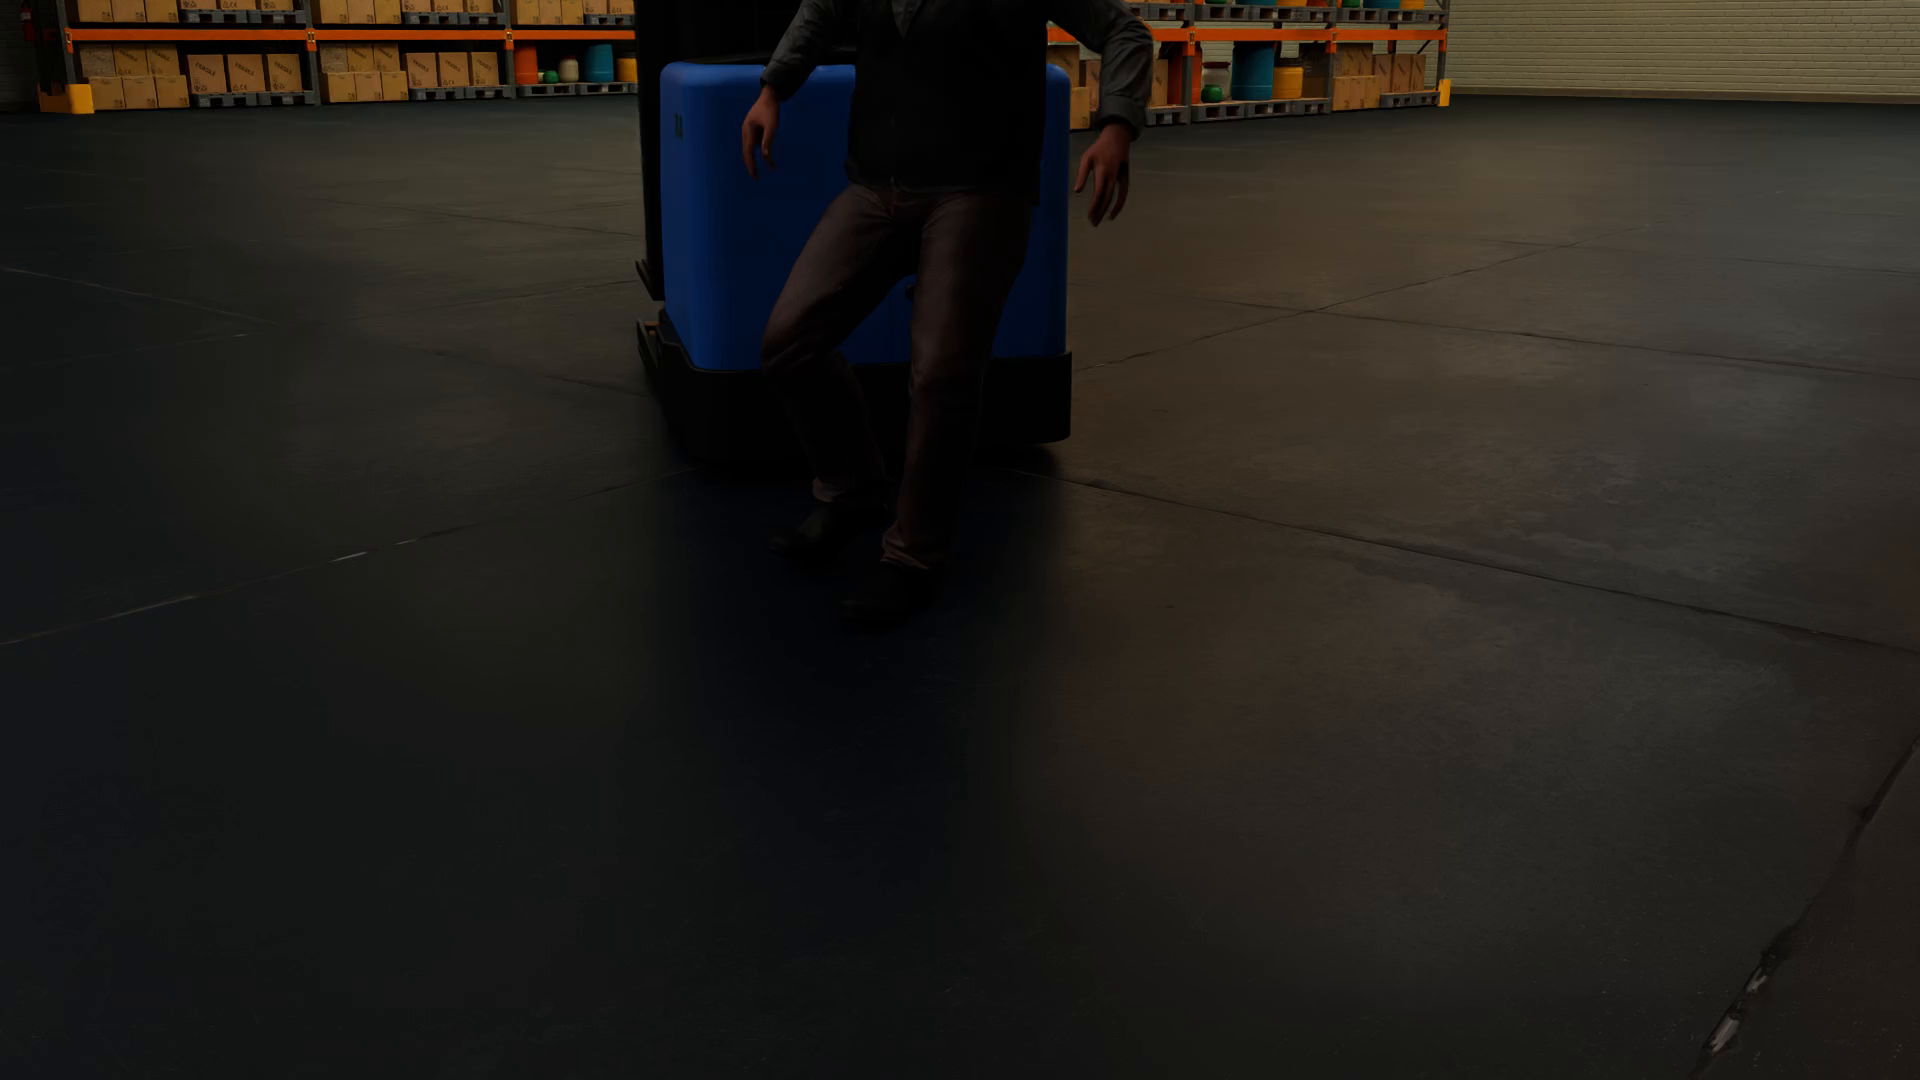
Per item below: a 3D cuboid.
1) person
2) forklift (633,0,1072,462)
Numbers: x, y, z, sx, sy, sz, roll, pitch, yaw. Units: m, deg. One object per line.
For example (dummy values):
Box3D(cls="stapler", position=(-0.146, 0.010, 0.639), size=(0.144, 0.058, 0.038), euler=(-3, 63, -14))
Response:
Box3D(cls="person", position=(-0.120, -0.688, 3.428), size=(0.930, 1.662, 0.716), euler=(11, 20, 33))
Box3D(cls="forklift", position=(-0.548, -1.996, 5.470), size=(1.130, 2.935, 3.031), euler=(-4, 17, -14))
